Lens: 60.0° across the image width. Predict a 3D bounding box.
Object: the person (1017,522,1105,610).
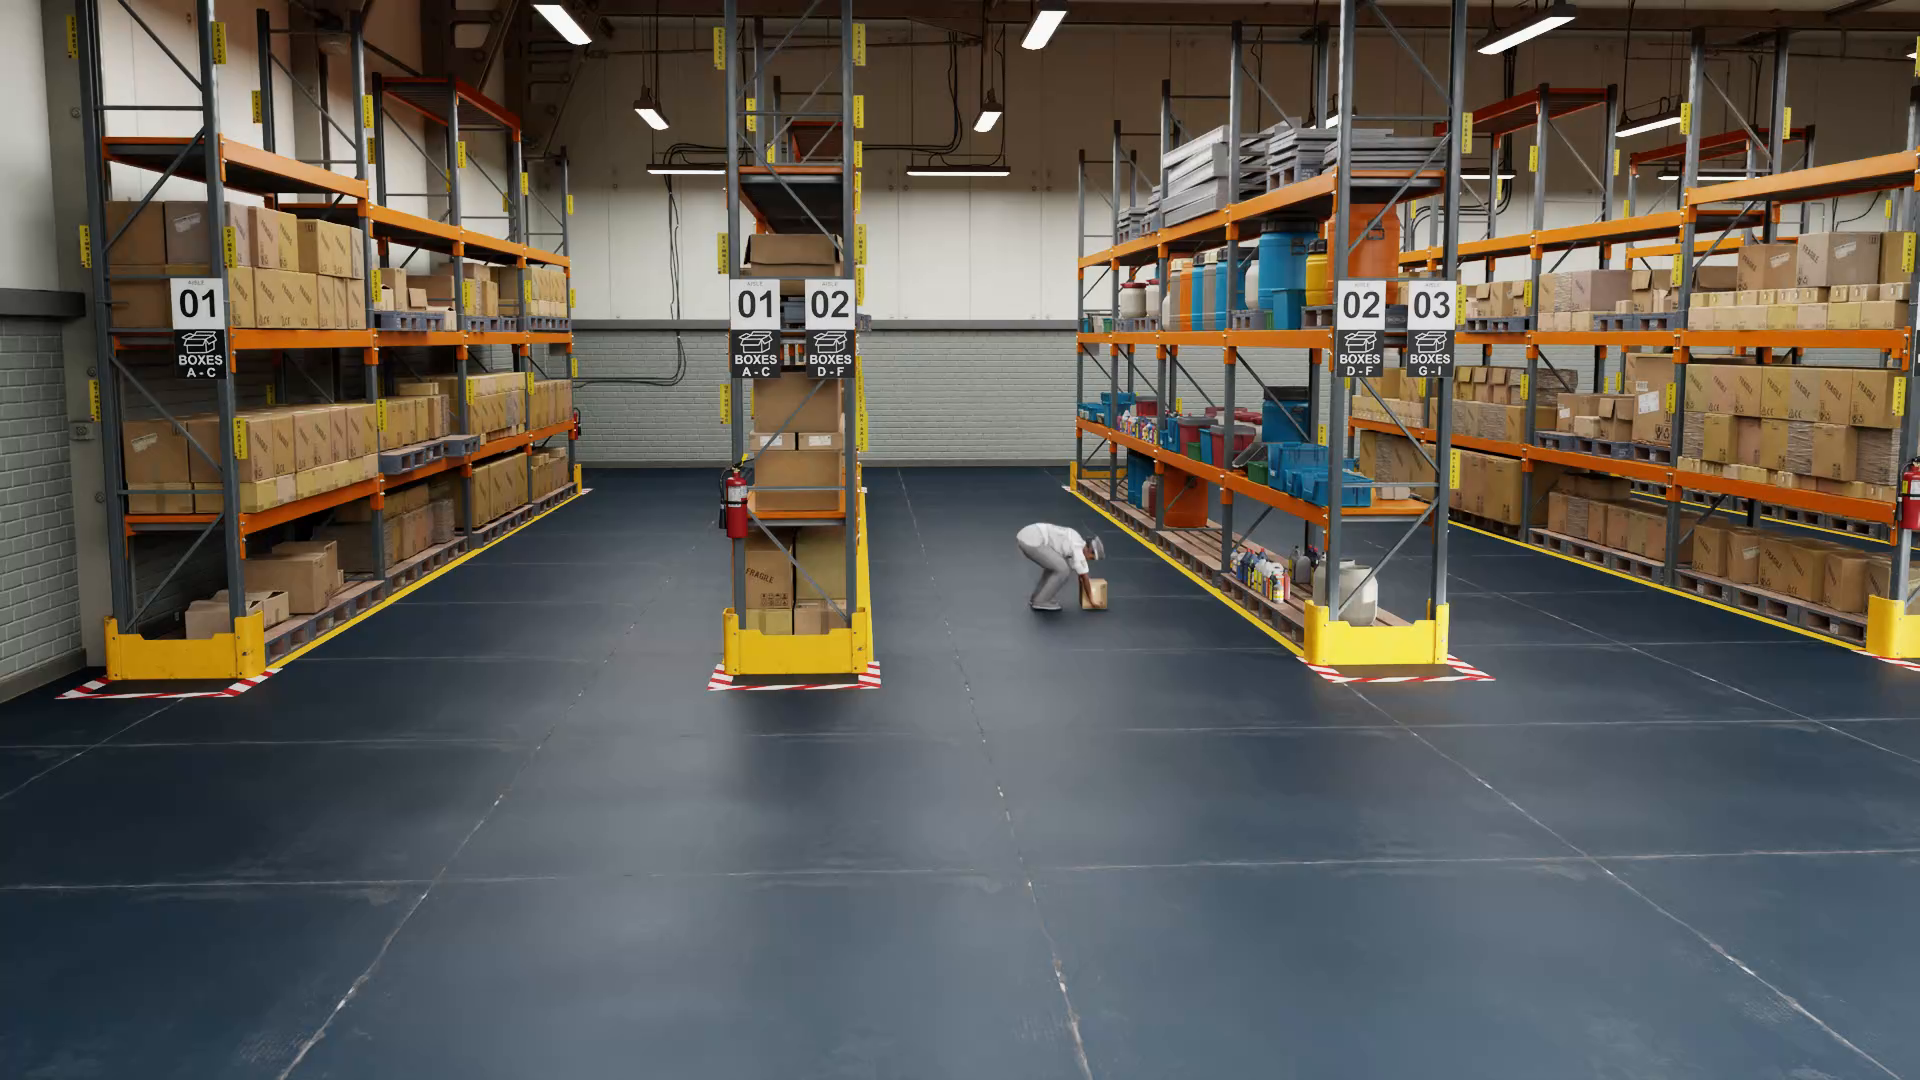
[{"bbox_3d":[1.028,0.254,16.910,0.903,0.881,0.469,-1,7,-6],"label":"person"}]
